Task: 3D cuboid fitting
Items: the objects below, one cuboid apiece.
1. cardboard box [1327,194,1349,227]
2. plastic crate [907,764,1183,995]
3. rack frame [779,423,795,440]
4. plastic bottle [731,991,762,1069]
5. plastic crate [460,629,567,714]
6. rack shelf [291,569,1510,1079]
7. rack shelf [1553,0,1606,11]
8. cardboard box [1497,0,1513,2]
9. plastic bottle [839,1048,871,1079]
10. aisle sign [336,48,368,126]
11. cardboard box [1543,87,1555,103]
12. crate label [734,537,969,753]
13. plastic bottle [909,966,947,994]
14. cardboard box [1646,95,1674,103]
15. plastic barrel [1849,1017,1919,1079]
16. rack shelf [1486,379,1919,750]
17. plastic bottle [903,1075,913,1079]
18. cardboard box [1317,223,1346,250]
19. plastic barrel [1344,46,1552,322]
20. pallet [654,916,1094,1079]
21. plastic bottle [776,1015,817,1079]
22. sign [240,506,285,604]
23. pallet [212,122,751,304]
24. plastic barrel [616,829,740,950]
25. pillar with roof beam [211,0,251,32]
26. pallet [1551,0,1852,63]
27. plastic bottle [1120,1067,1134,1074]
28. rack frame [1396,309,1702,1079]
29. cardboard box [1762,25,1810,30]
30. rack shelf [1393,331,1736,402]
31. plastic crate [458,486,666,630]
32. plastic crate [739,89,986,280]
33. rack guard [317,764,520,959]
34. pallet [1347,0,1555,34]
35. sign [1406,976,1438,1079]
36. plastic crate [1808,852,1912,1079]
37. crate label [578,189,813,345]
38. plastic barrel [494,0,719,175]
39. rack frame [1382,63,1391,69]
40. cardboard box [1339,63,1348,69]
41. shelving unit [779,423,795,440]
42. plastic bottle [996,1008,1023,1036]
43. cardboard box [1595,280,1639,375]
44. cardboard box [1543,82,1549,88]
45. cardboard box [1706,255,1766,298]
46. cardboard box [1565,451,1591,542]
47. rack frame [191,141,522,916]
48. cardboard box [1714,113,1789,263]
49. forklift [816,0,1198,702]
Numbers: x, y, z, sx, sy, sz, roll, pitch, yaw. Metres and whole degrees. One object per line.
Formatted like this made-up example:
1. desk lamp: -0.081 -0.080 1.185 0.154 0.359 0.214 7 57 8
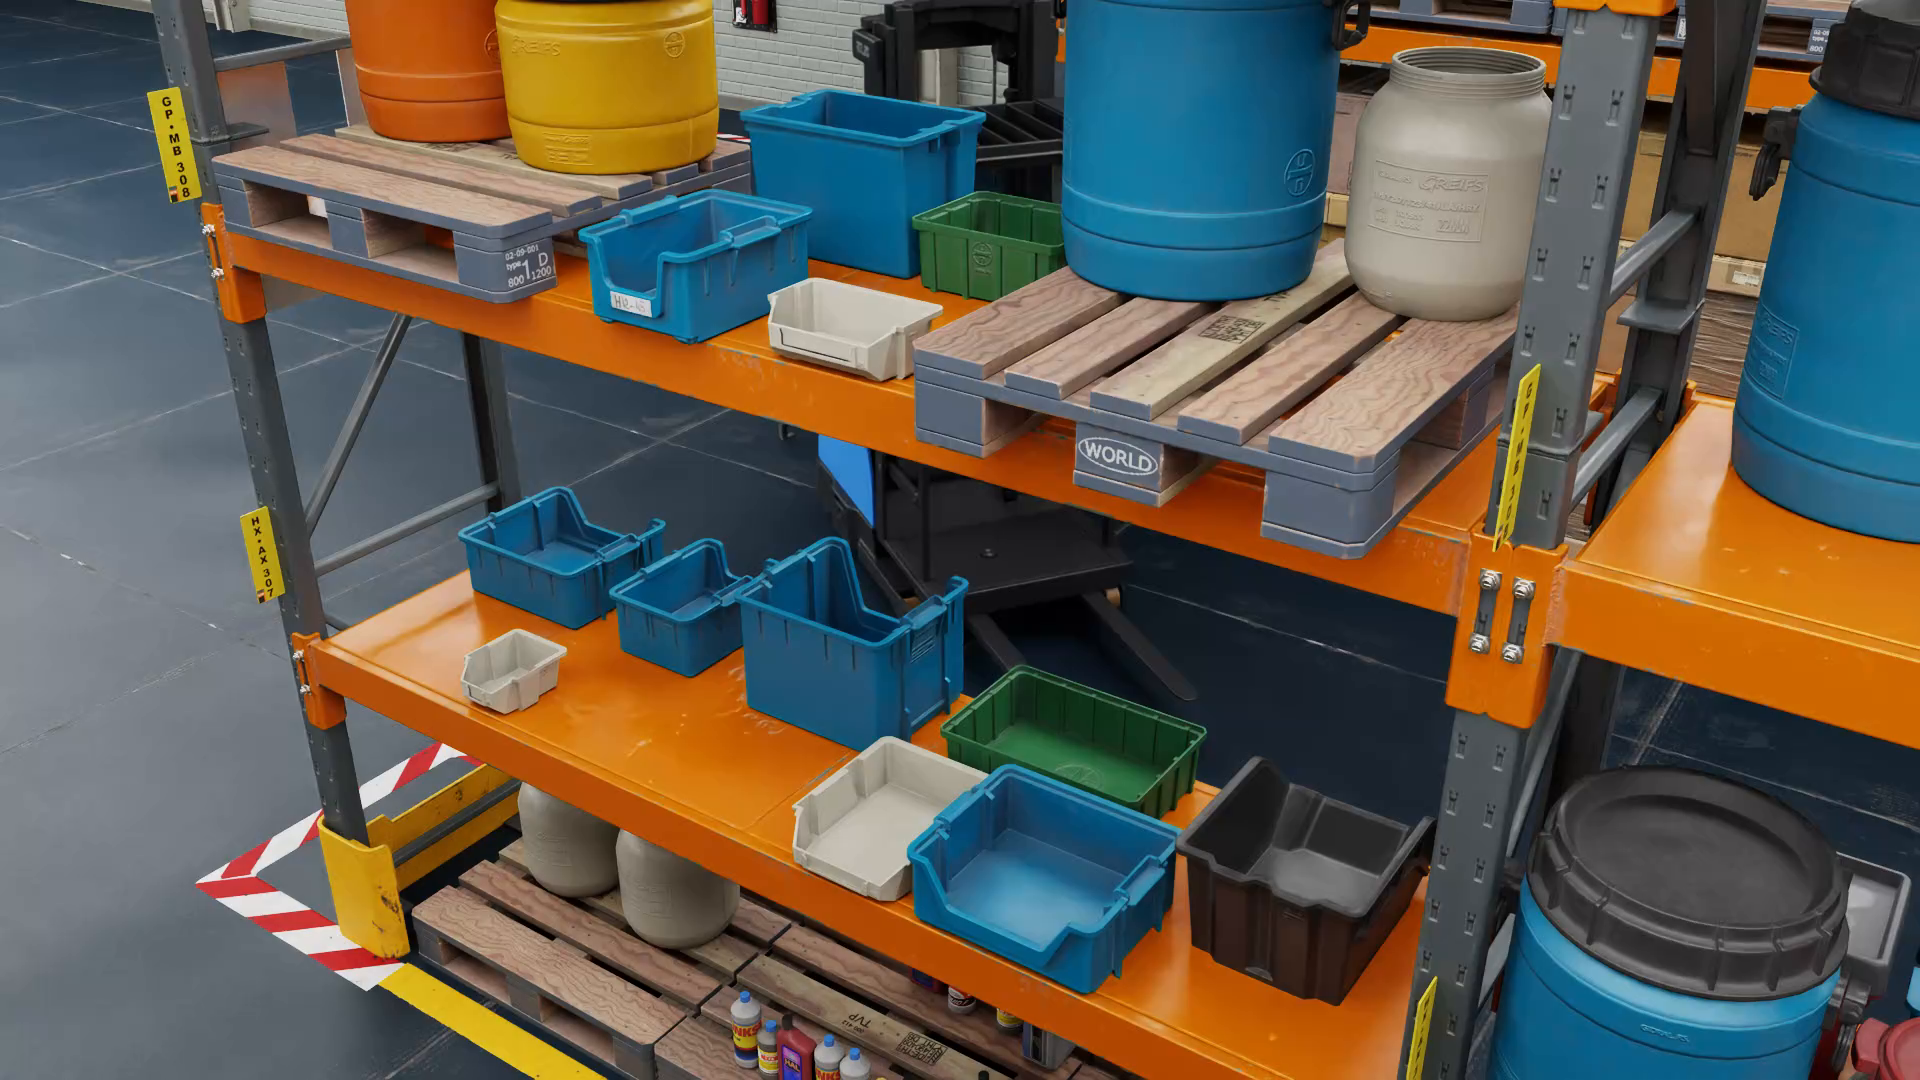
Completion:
1. cardboard box: 2.066 -1.703 8.464 0.250 0.149 0.380 17 31 30
2. plastic crate: 0.226 0.881 4.376 0.616 0.251 0.499 17 32 30
3. rack frame: -0.966 -1.390 10.327 0.032 1.500 0.500 21 34 36
4. plastic bottle: -0.688 1.572 5.376 0.097 0.271 0.097 0 27 0
5. plastic crate: -1.450 0.438 5.373 0.250 0.136 0.298 17 32 30
6. rack shelf: -0.357 0.804 5.155 4.000 0.370 1.077 17 32 30
7. rack shelf: -0.357 -1.691 3.885 4.000 0.370 1.077 17 32 30
8. cardboard box: 4.112 -3.968 13.057 0.500 0.500 0.500 17 31 30
9. plastic bottle: -0.323 1.686 5.153 0.097 0.271 0.097 0 27 0
10. aisle sign: -1.897 -1.318 5.666 0.004 0.787 0.394 17 32 30
11. cardboard box: 2.900 -1.846 8.029 0.500 0.500 0.700 17 32 30
12. crate label: -0.335 0.326 5.263 0.616 0.435 0.502 17 32 30
13. plastic bottle: -0.111 1.407 5.687 0.133 0.283 0.061 17 32 30
14. cardboard box: 5.083 -3.381 11.903 0.500 0.500 0.500 18 32 32
15. plastic barrel: 1.956 1.265 3.308 0.433 0.535 0.433 0 27 0
16. rack shelf: 2.940 0.495 2.456 4.000 0.370 1.077 17 32 30
17. plastic bottle: -0.156 1.738 5.051 0.097 0.271 0.097 0 27 0
18. cardboard box: 2.021 -1.538 8.854 0.500 0.500 0.700 18 32 31
19. plastic barrel: 1.048 -0.760 3.543 0.421 0.512 0.421 0 27 0
20. pallet: -0.248 1.739 5.600 1.213 0.211 1.003 17 32 30
21. plastic bottle: -0.511 1.632 5.246 0.133 0.283 0.061 18 32 31
22. sign: -2.321 0.051 5.536 0.005 0.325 0.100 17 32 30
23. pallet: -1.379 -1.033 4.874 1.213 0.211 1.003 17 32 30
24. plastic barrel: -1.007 1.161 5.941 0.421 0.512 0.421 0 27 0
25. pillar with roof beam: -12.604 -9.564 18.121 0.400 9.000 9.100 17 32 30
26. pallet: 3.381 -2.360 7.371 1.213 0.211 1.003 17 32 30
27. plastic bottle: 0.563 1.583 5.356 0.097 0.271 0.097 0 27 0
28. rack frame: 1.292 0.997 3.983 0.127 3.000 1.000 17 32 30
29. cardboard box: 5.799 -3.446 12.030 0.500 0.500 0.500 18 32 32
30. rack shelf: 2.450 -1.046 8.792 4.000 0.370 1.077 17 32 30
31. plastic crate: -1.424 0.053 6.002 0.616 0.251 0.499 17 32 30
32. plastic crate: -0.263 -0.982 4.583 0.575 0.384 0.392 17 32 30
33. rack guard: -1.916 1.086 6.564 0.348 0.500 1.175 17 32 30
34. pallet: 2.380 -2.674 7.987 1.213 0.211 1.003 17 32 30
35. sign: 0.971 1.077 3.521 0.005 0.325 0.100 17 32 30
36. plastic crate: 1.864 0.979 3.949 0.583 0.464 0.402 17 32 30
37. crate label: -0.650 -0.696 4.167 0.408 0.251 0.502 17 32 30
38. plastic barrel: -0.994 -1.392 4.701 0.600 0.588 0.600 0 27 0
39. rack frame: 3.603 -3.734 13.279 0.127 3.000 1.000 17 32 30
40. cardboard box: 1.660 -2.232 8.788 0.500 0.500 0.700 16 31 29
41. shelving unit: -0.582 -1.239 10.031 1.048 1.500 0.538 21 34 36
42. plastic bottle: 0.169 1.537 5.523 0.097 0.201 0.097 0 27 0
43. cardboard box: 3.291 -1.143 8.078 0.500 0.500 0.700 17 32 30
44. cardboard box: 4.229 -3.644 12.420 0.500 0.500 0.500 17 32 30
45. cardboard box: 3.551 -1.241 7.556 0.250 0.149 0.380 17 31 29
46. cardboard box: 3.188 -0.320 8.312 0.500 0.500 0.500 17 32 30
47. rack frame: -2.006 -0.030 6.001 0.127 3.000 1.000 17 32 30
48. cardboard box: 3.730 -1.588 7.522 0.500 0.500 0.700 17 32 31
49. forklift: 0.189 -0.988 7.959 1.130 2.935 3.031 -10 29 -19
